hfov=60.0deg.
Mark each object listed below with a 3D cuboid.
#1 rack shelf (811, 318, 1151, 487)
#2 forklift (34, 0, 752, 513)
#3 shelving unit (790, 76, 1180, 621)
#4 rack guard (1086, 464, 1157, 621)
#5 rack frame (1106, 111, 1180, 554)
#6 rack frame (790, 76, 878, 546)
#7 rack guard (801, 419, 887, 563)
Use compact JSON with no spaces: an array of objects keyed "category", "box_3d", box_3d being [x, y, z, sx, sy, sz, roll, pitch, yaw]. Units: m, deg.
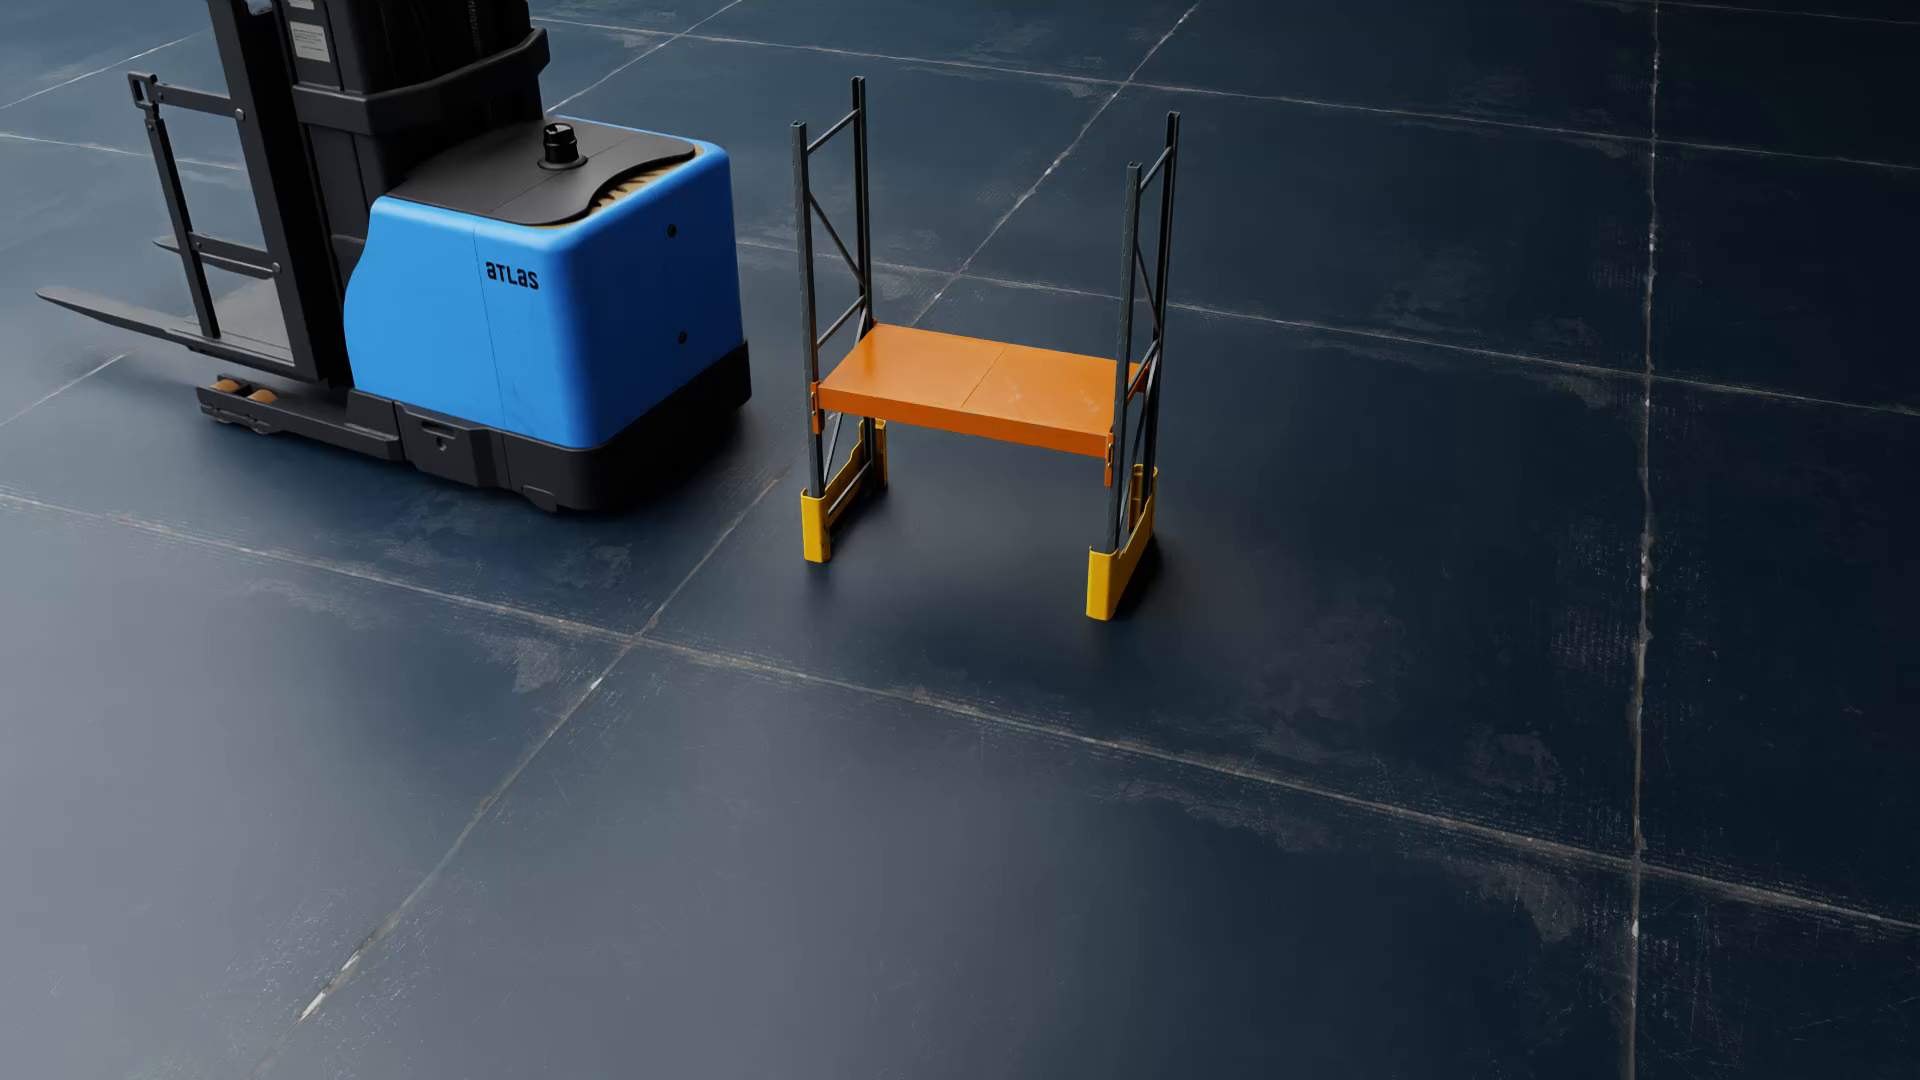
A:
[{"category":"rack shelf","box_3d":[0.080,-0.463,5.417,1.000,0.185,0.538,11,34,16]},{"category":"forklift","box_3d":[-2.366,-1.875,5.952,3.031,2.935,1.130,15,36,22]},{"category":"shelving unit","box_3d":[0.072,-0.616,5.322,1.083,1.500,0.587,11,34,16]},{"category":"rack guard","box_3d":[0.541,0.000,5.519,0.087,0.250,0.587,11,34,16]},{"category":"rack frame","box_3d":[0.559,-0.521,5.175,0.032,1.500,0.500,11,34,16]},{"category":"rack frame","box_3d":[-0.398,-0.707,5.463,0.032,1.500,0.500,11,34,16]},{"category":"rack guard","box_3d":[-0.397,-0.182,5.802,0.087,0.250,0.587,11,34,16]}]
